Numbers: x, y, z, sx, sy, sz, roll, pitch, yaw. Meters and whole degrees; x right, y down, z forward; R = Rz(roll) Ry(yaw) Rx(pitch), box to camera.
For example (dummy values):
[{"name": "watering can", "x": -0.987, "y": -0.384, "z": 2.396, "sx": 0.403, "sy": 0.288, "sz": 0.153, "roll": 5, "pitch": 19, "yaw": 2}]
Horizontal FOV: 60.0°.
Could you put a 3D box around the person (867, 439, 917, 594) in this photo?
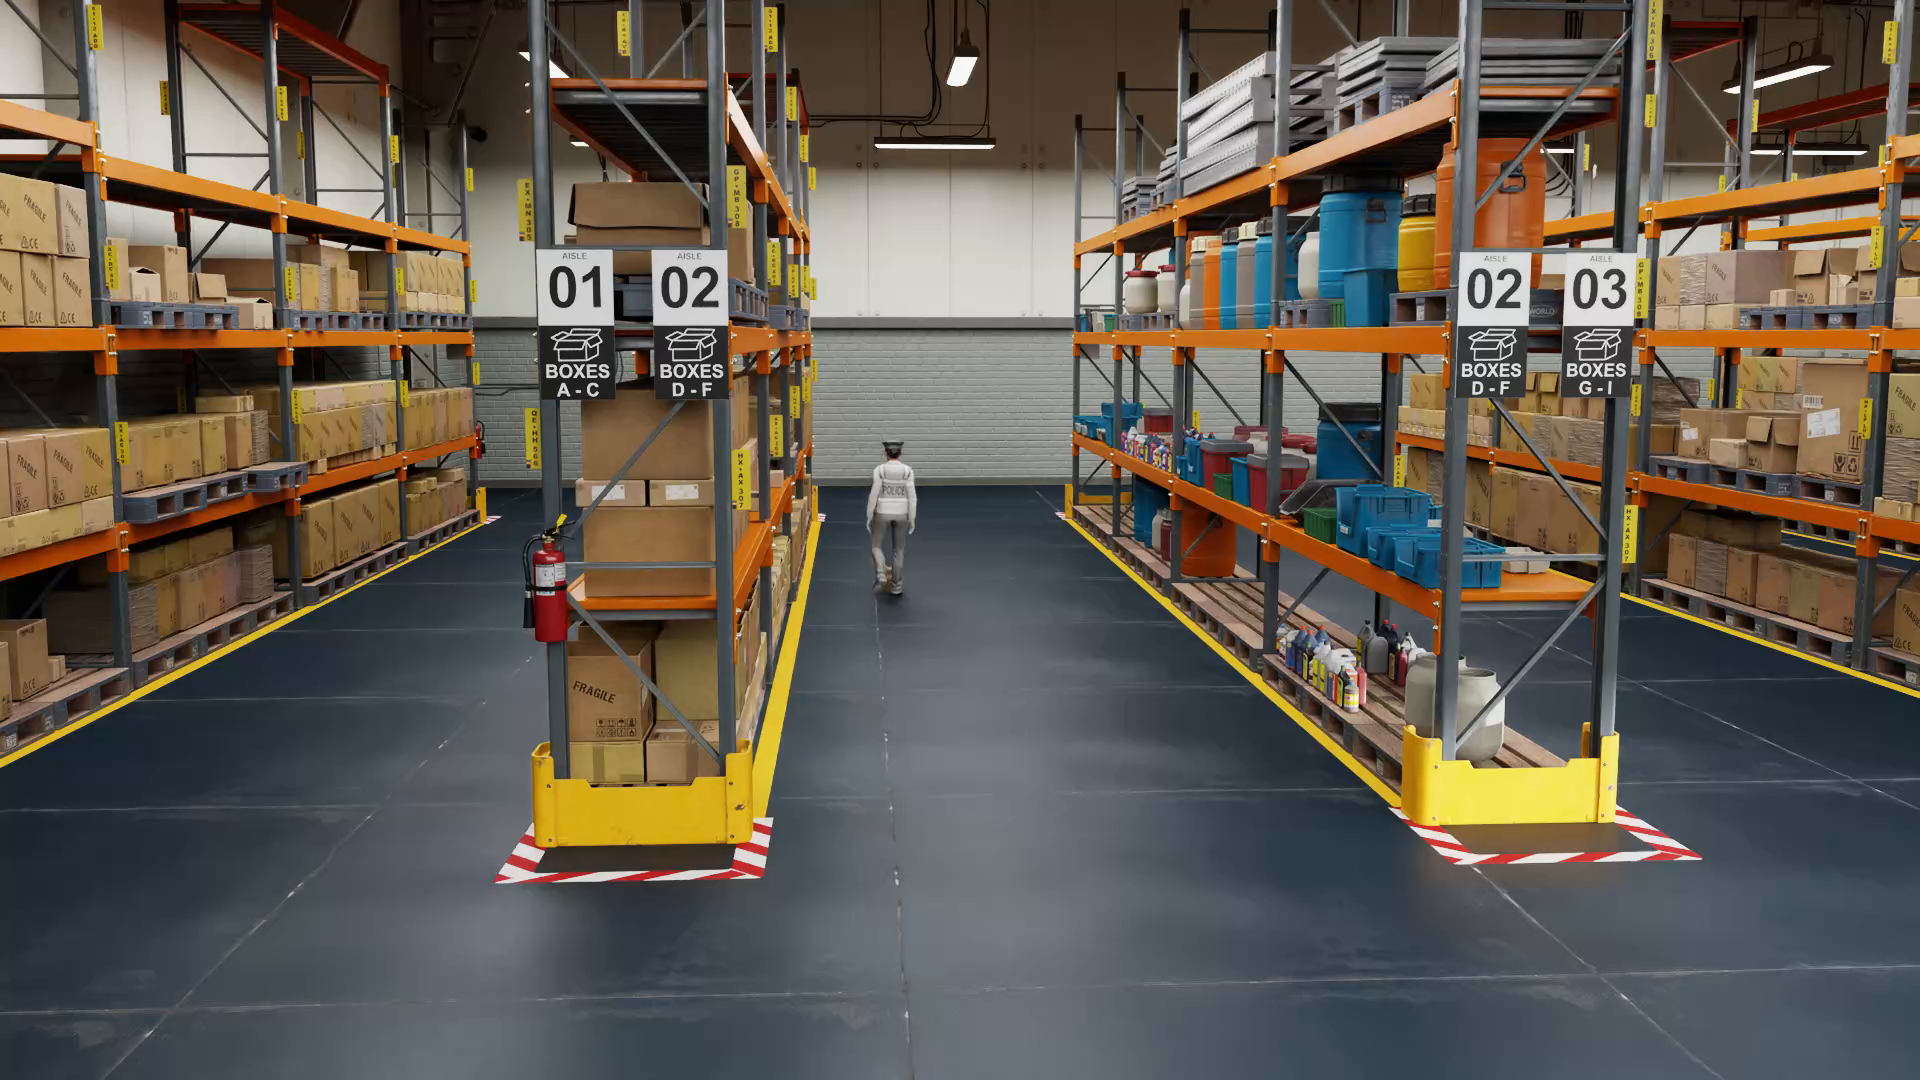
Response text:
[{"name": "person", "x": -0.728, "y": -0.235, "z": 17.493, "sx": 0.522, "sy": 1.652, "sz": 0.644, "roll": -1, "pitch": 7, "yaw": -11}]
